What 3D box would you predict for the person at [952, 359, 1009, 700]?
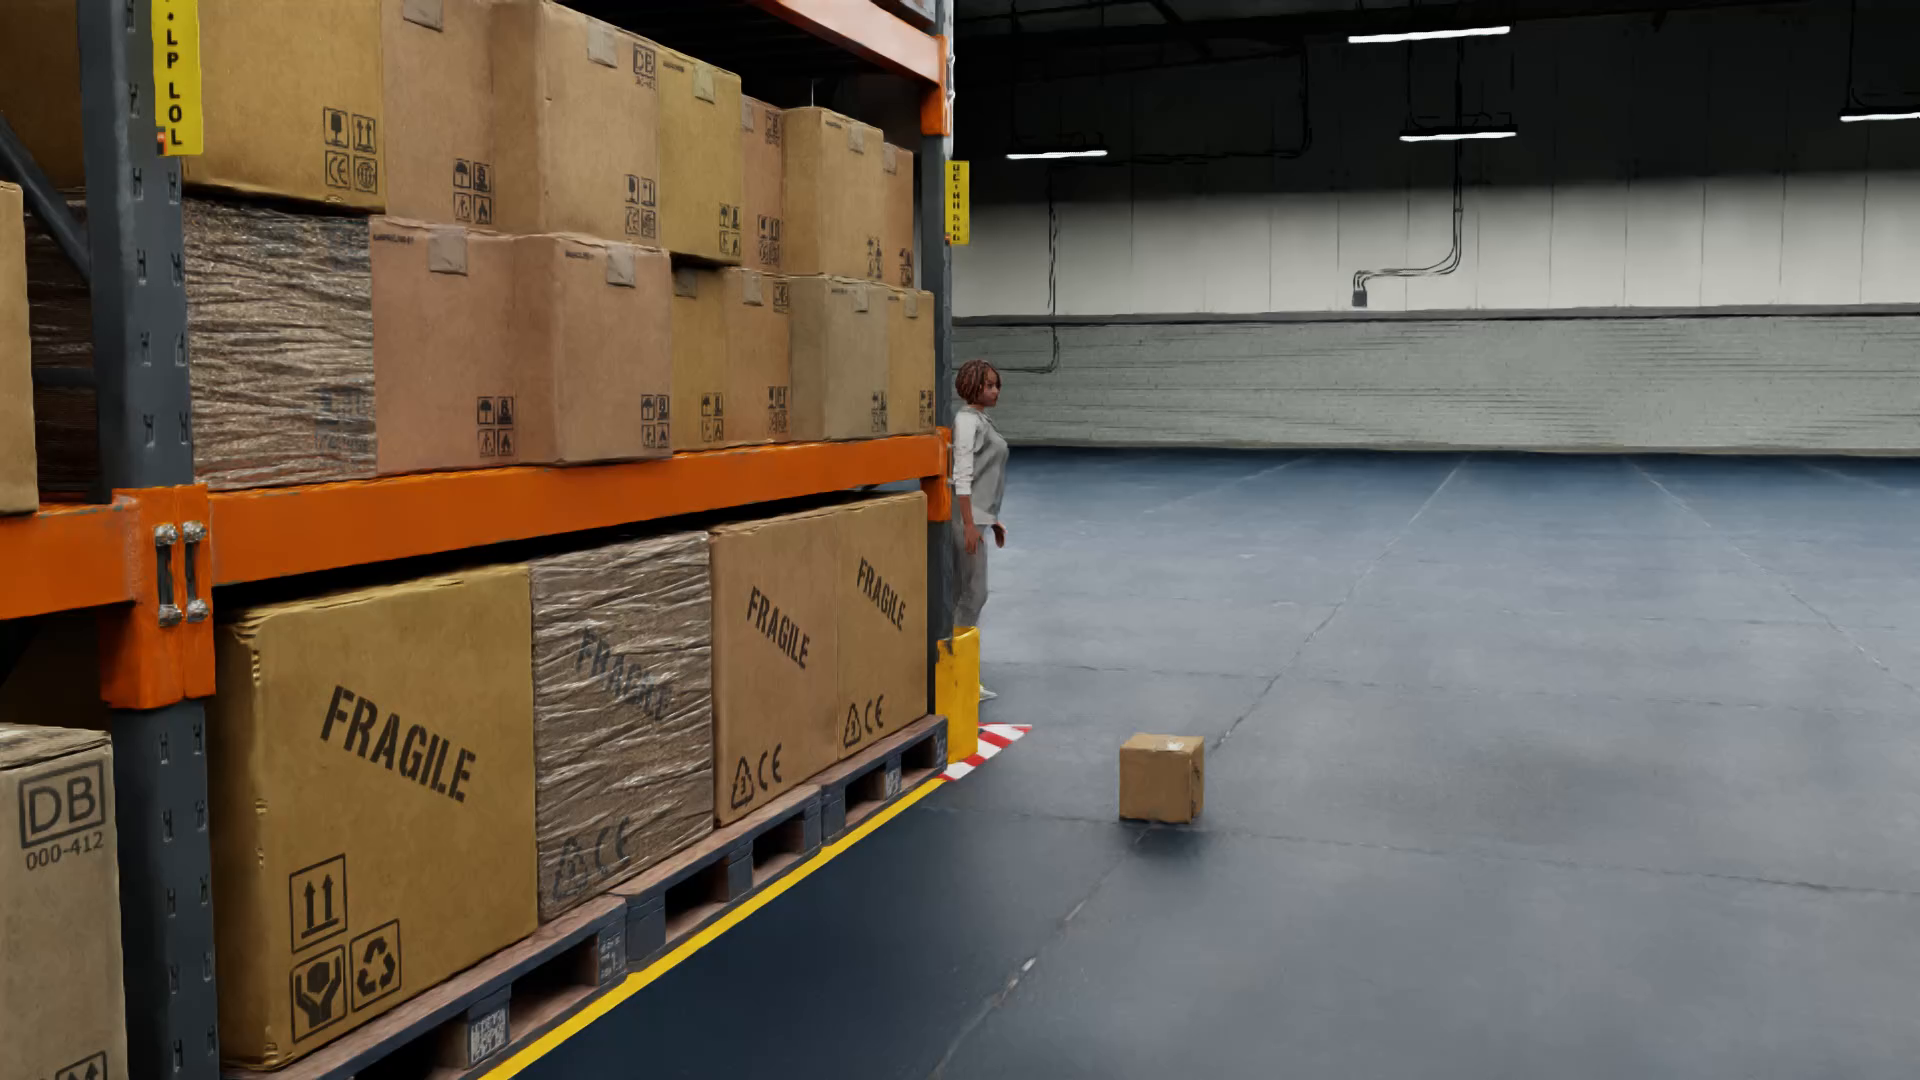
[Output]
[{"bbox_3d":[0.040,-0.047,8.004,0.384,1.641,0.434,0,5,4],"label":"person"}]
